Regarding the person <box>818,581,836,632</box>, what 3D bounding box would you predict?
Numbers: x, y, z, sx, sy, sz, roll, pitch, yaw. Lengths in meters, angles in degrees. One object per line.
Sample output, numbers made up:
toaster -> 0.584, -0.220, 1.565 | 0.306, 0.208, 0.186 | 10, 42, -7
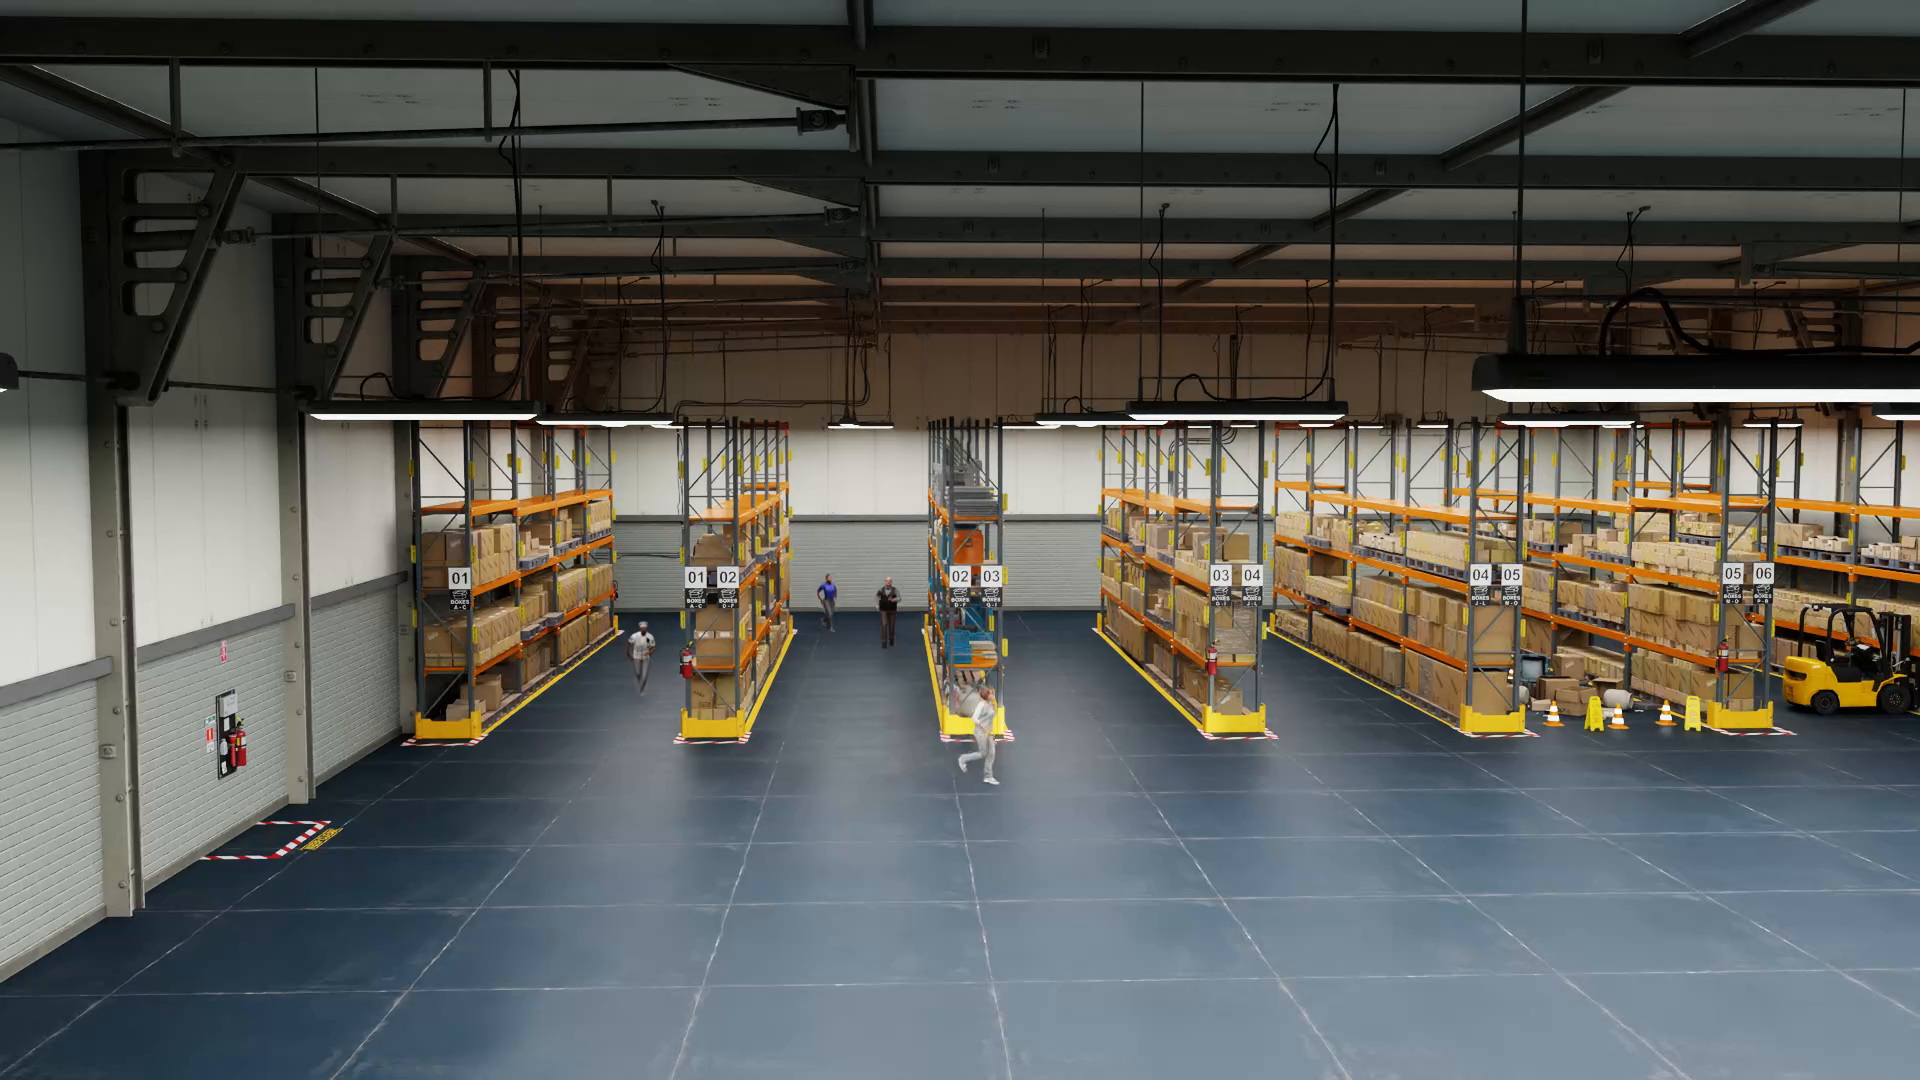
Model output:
person -> -3.792, 1.913, 47.764 | 0.569, 1.461, 0.747 | -3, 5, -35

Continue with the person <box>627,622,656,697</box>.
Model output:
person -> -6.890, 2.574, 35.949 | 0.615, 1.649, 0.643 | -1, 4, -11

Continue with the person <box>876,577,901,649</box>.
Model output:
person -> -1.804, 1.791, 41.843 | 0.645, 1.706, 0.833 | 0, 4, -1

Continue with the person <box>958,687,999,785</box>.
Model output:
person -> 0.330, 3.180, 27.160 | 0.728, 1.580, 0.532 | 1, 4, 22
